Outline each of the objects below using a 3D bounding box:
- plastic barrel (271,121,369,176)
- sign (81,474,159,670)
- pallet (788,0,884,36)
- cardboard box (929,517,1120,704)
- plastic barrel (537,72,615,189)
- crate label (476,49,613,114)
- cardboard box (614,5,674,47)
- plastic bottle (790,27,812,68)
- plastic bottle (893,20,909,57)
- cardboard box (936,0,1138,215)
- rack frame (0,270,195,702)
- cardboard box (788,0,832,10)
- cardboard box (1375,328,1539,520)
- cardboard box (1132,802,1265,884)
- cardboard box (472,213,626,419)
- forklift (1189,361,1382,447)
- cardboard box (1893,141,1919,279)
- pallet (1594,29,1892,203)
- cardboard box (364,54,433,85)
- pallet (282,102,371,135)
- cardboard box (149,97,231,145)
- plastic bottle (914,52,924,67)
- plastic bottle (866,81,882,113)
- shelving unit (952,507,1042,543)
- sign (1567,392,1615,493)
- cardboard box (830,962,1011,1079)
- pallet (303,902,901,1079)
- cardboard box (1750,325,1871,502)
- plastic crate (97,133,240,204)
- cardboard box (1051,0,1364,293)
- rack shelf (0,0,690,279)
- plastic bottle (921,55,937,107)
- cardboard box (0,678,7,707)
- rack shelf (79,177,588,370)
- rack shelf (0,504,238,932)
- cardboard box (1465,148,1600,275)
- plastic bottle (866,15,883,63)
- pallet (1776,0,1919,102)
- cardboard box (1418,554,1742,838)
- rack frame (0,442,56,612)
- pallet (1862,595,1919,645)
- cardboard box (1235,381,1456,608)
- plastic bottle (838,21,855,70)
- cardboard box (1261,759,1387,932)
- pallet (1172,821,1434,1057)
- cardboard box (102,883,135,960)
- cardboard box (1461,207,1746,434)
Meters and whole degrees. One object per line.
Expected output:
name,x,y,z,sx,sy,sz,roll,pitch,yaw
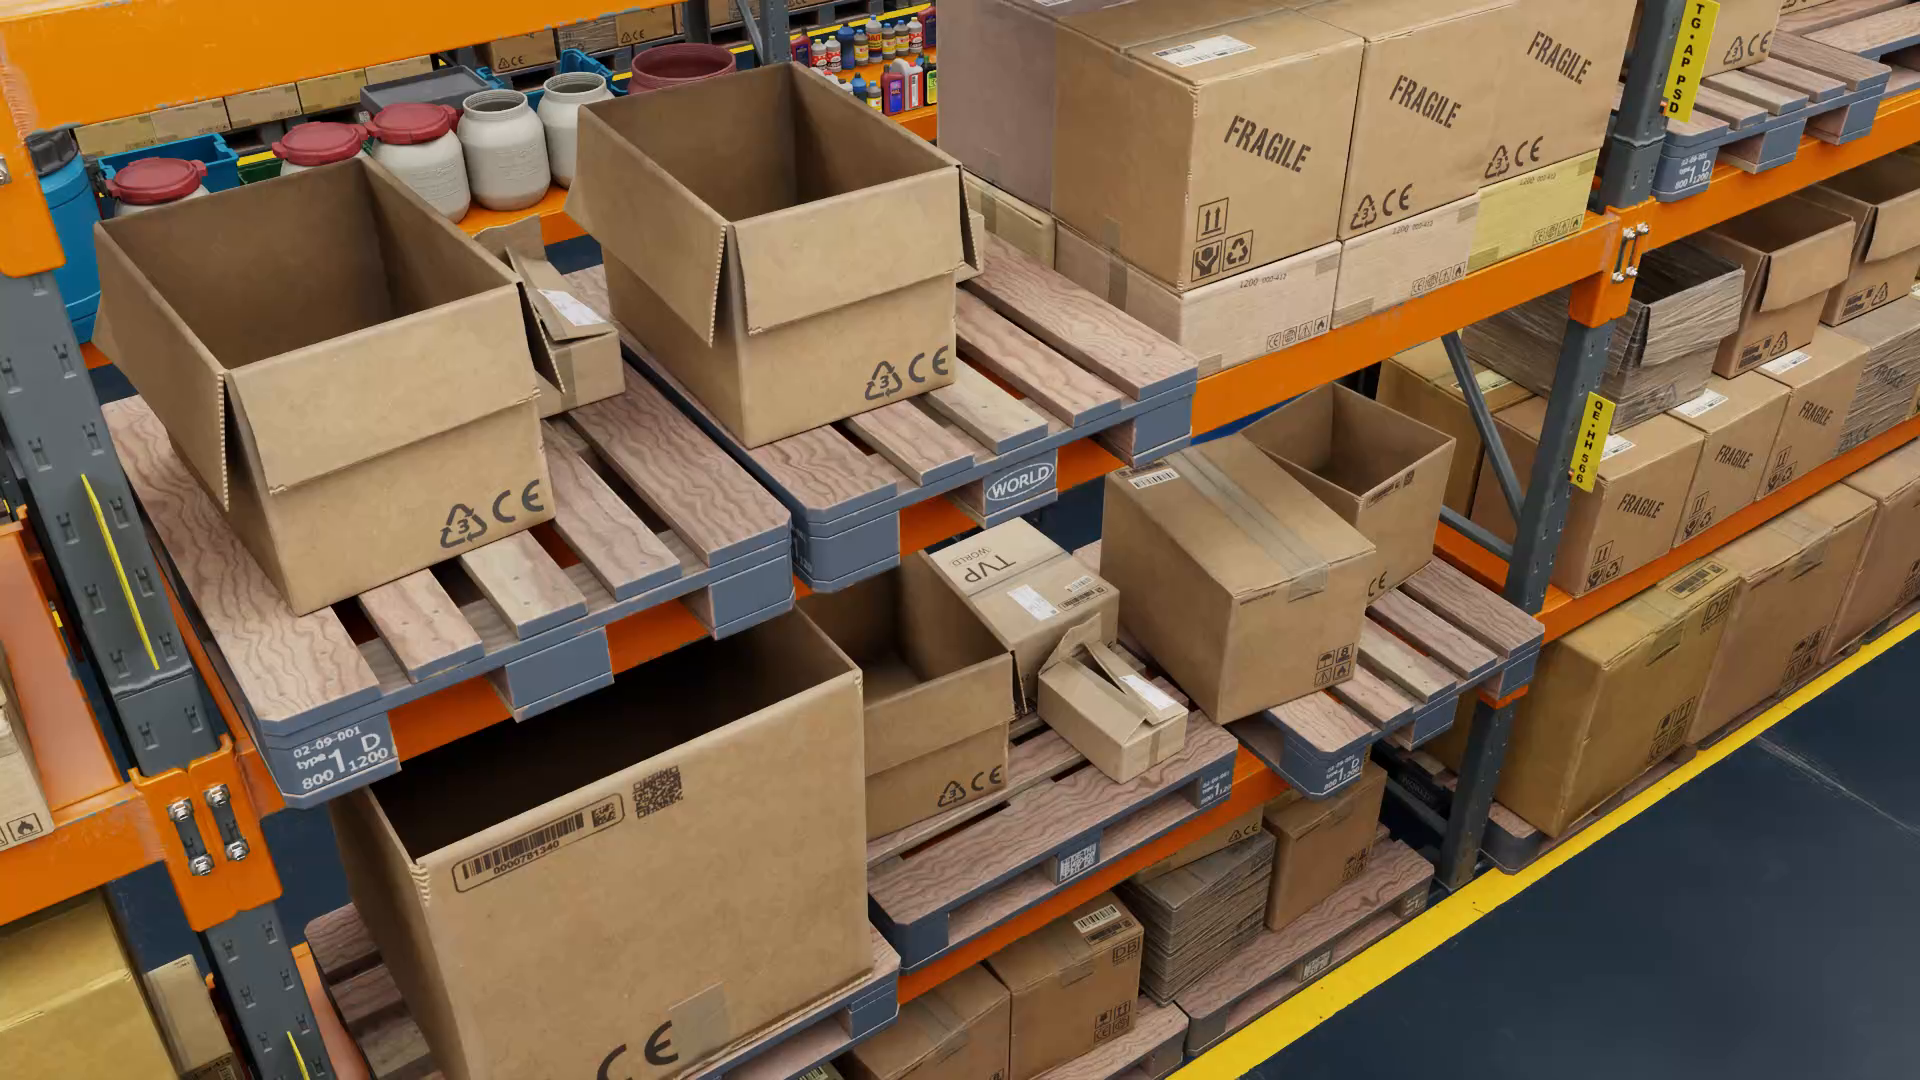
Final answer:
plastic barrel,-2.974,-1.659,7.871,0.433,0.535,0.433,0,36,0
sign,-1.310,0.053,2.595,0.005,0.325,0.100,-22,41,-28
pallet,-1.436,-4.772,14.704,1.213,0.211,1.003,-22,41,-28
cardboard box,0.138,0.223,5.139,0.500,0.250,0.500,-24,42,-29
plastic barrel,-1.930,-2.082,8.481,0.421,0.512,0.421,0,36,0
crate label,-2.180,-2.294,8.841,0.616,0.435,0.502,-22,41,-28
cardboard box,-2.689,-4.376,13.529,0.500,0.500,0.500,-23,42,-28
plastic bottle,-0.939,-2.855,9.750,0.133,0.283,0.061,-22,41,-28
plastic bottle,-0.357,-3.048,10.089,0.097,0.201,0.097,0,36,0
cardboard box,0.285,-1.206,4.275,0.500,0.500,0.500,-24,42,-29
rack frame,-1.629,-1.211,2.227,0.127,3.000,1.000,-22,41,-28
cardboard box,-1.440,-4.894,14.250,0.500,0.500,0.500,-22,41,-28
cardboard box,1.901,-0.446,6.215,0.500,0.500,0.500,-21,41,-27
cardboard box,0.683,0.834,5.644,0.500,0.250,0.500,-18,39,-23
cardboard box,-0.918,-0.473,3.525,0.258,0.266,0.396,-21,41,-26
forklift,2.303,-1.613,7.982,3.031,2.935,1.130,-9,37,-13
cardboard box,3.825,-1.470,6.780,0.637,0.503,0.797,-22,41,-27
pallet,2.137,-1.504,5.365,1.003,0.211,1.213,-20,40,-26
cardboard box,-4.352,-3.611,12.697,0.500,0.250,0.500,-21,41,-27
pallet,-4.758,-3.460,12.880,1.213,0.211,1.003,-22,41,-28
cardboard box,-5.603,-3.094,11.978,0.500,0.250,0.500,-22,41,-27
plastic bottle,-0.219,-2.635,9.454,0.097,0.271,0.097,0,36,0
plastic bottle,-0.482,-2.454,9.264,0.097,0.201,0.097,0,36,0
shelving unit,0.135,-0.543,7.977,0.503,1.200,0.258,-22,41,-28
sign,1.961,-0.303,5.179,0.005,0.325,0.100,-22,41,-28
cardboard box,-0.257,1.524,5.325,0.500,0.500,0.700,-26,43,-32
pallet,-0.920,1.115,4.296,1.213,0.211,1.003,-22,41,-28
cardboard box,3.032,-0.544,6.352,0.500,0.500,0.500,-23,42,-29
plastic crate,-3.760,-1.653,7.992,0.575,0.384,0.392,-22,41,-28
cardboard box,0.568,-0.966,3.941,0.500,0.500,0.500,-22,41,-27
rack shelf,0.006,-1.429,3.489,4.000,0.370,1.077,-22,41,-28
plastic bottle,-0.159,-2.608,9.407,0.133,0.283,0.061,-22,41,-28
cardboard box,-1.728,0.153,2.686,0.250,0.149,0.380,-21,41,-27
rack shelf,-2.847,-1.520,8.411,4.000,0.370,1.077,-22,41,-28
rack shelf,-3.264,0.971,2.378,4.000,0.370,1.077,-22,41,-28
cardboard box,1.393,-1.001,4.632,0.500,0.250,0.500,-22,41,-28
plastic bottle,-0.516,-3.011,9.978,0.097,0.271,0.097,0,36,0
pallet,3.049,-1.882,5.890,1.213,0.211,1.003,-20,40,-26
cardboard box,2.217,0.349,6.656,0.875,0.875,1.225,-24,42,-30
rack frame,-4.482,-1.140,7.265,0.127,3.000,1.000,-22,41,-28
pallet,4.323,-0.039,8.123,1.213,0.211,1.003,-22,41,-28
cardboard box,1.222,-0.131,5.418,0.500,0.500,0.500,-28,44,-33
plastic bottle,-0.675,-2.946,9.887,0.097,0.271,0.097,0,36,0
cardboard box,1.105,0.950,6.124,0.500,0.500,0.700,-25,42,-30
pallet,1.001,1.273,6.299,1.213,0.211,1.003,-22,41,-28
cardboard box,-2.143,0.687,3.529,0.500,0.500,0.500,-22,41,-28
cardboard box,2.248,-0.807,5.858,0.637,0.503,0.797,-21,41,-26
